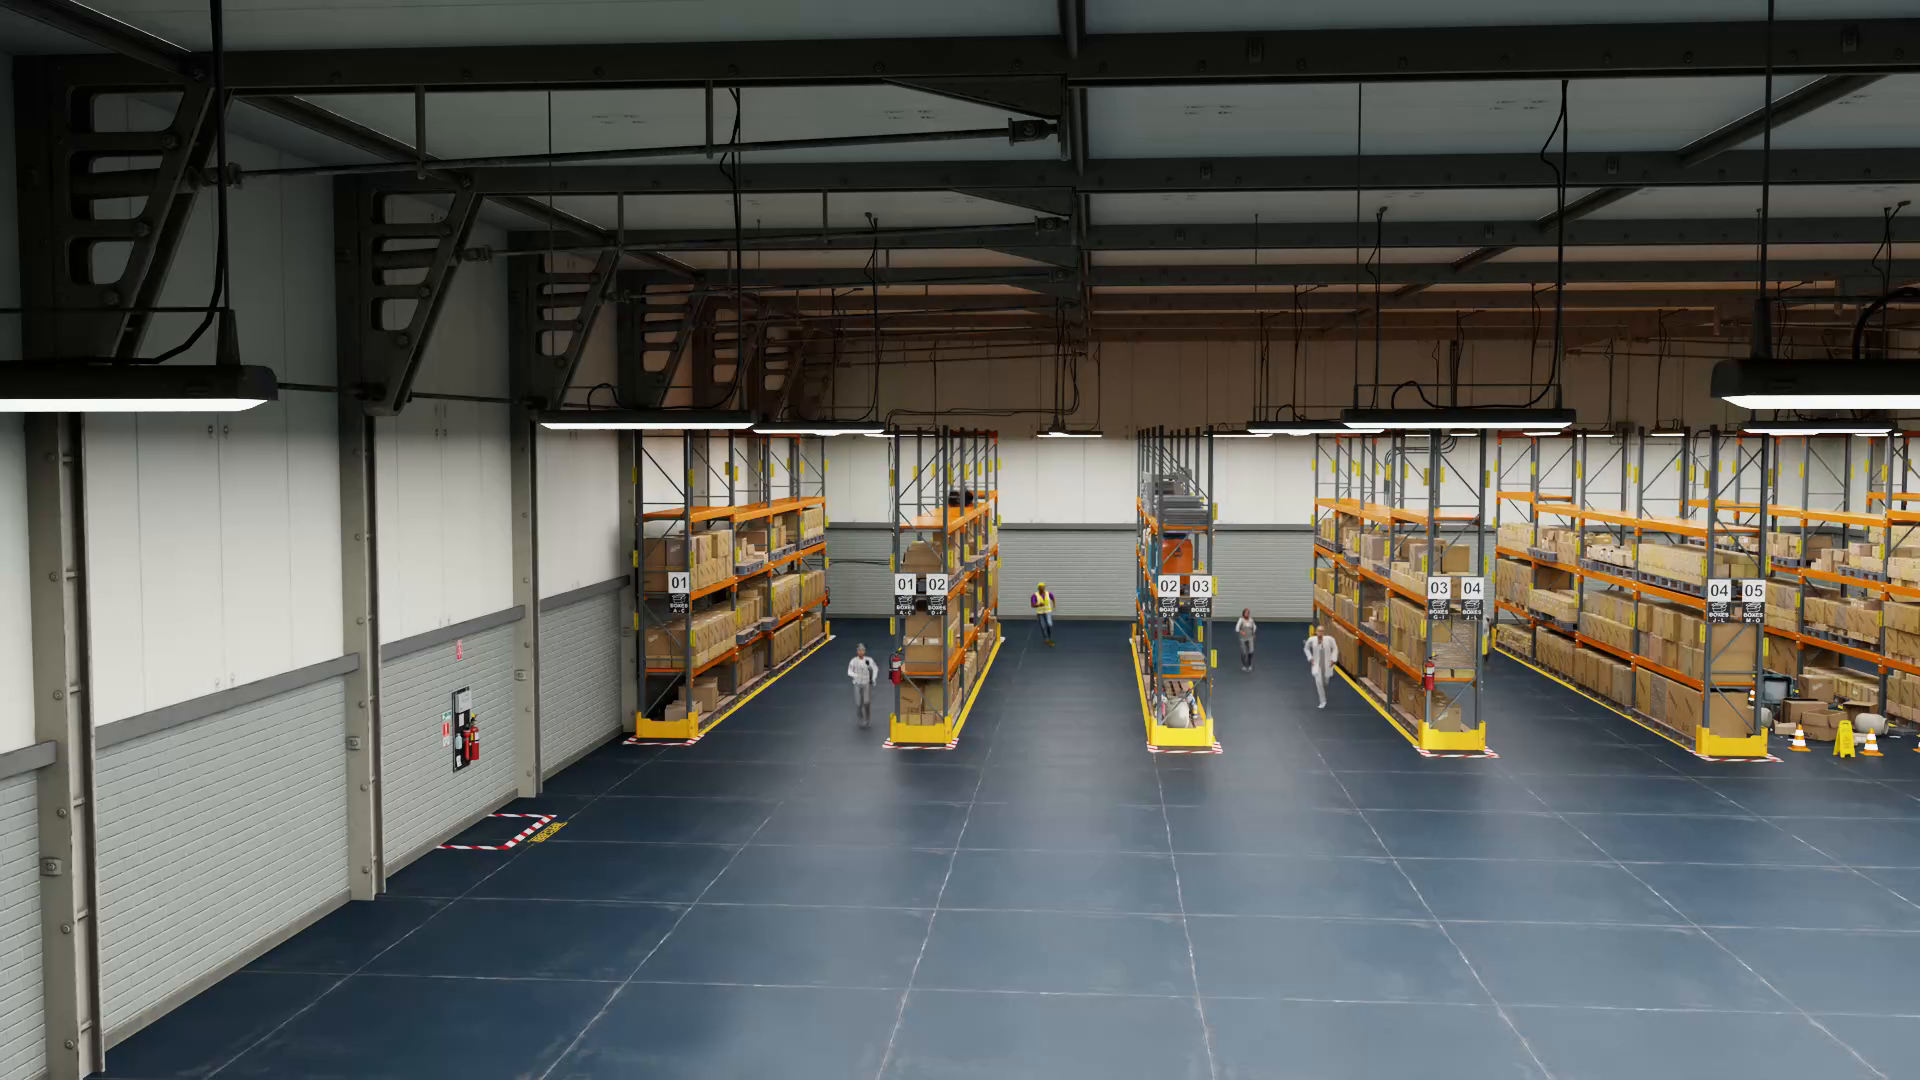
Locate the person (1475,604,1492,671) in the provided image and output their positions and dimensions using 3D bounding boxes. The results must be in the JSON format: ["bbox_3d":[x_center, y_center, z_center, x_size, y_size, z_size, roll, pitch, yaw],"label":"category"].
[{"bbox_3d":[12.918,2.408,41.058,0.569,1.673,0.655,0,3,-2],"label":"person"}]

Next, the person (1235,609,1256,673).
[{"bbox_3d":[7.031,2.476,40.847,0.538,1.591,0.641,0,3,0],"label":"person"}]

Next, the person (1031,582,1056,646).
[{"bbox_3d":[2.331,2.080,46.430,0.716,1.808,0.652,0,3,1],"label":"person"}]

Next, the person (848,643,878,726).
[{"bbox_3d":[-1.959,2.882,33.125,0.552,1.661,0.632,0,3,1],"label":"person"}]

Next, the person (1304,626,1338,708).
[{"bbox_3d":[7.804,2.718,35.965,0.720,1.769,0.957,1,3,9],"label":"person"}]
